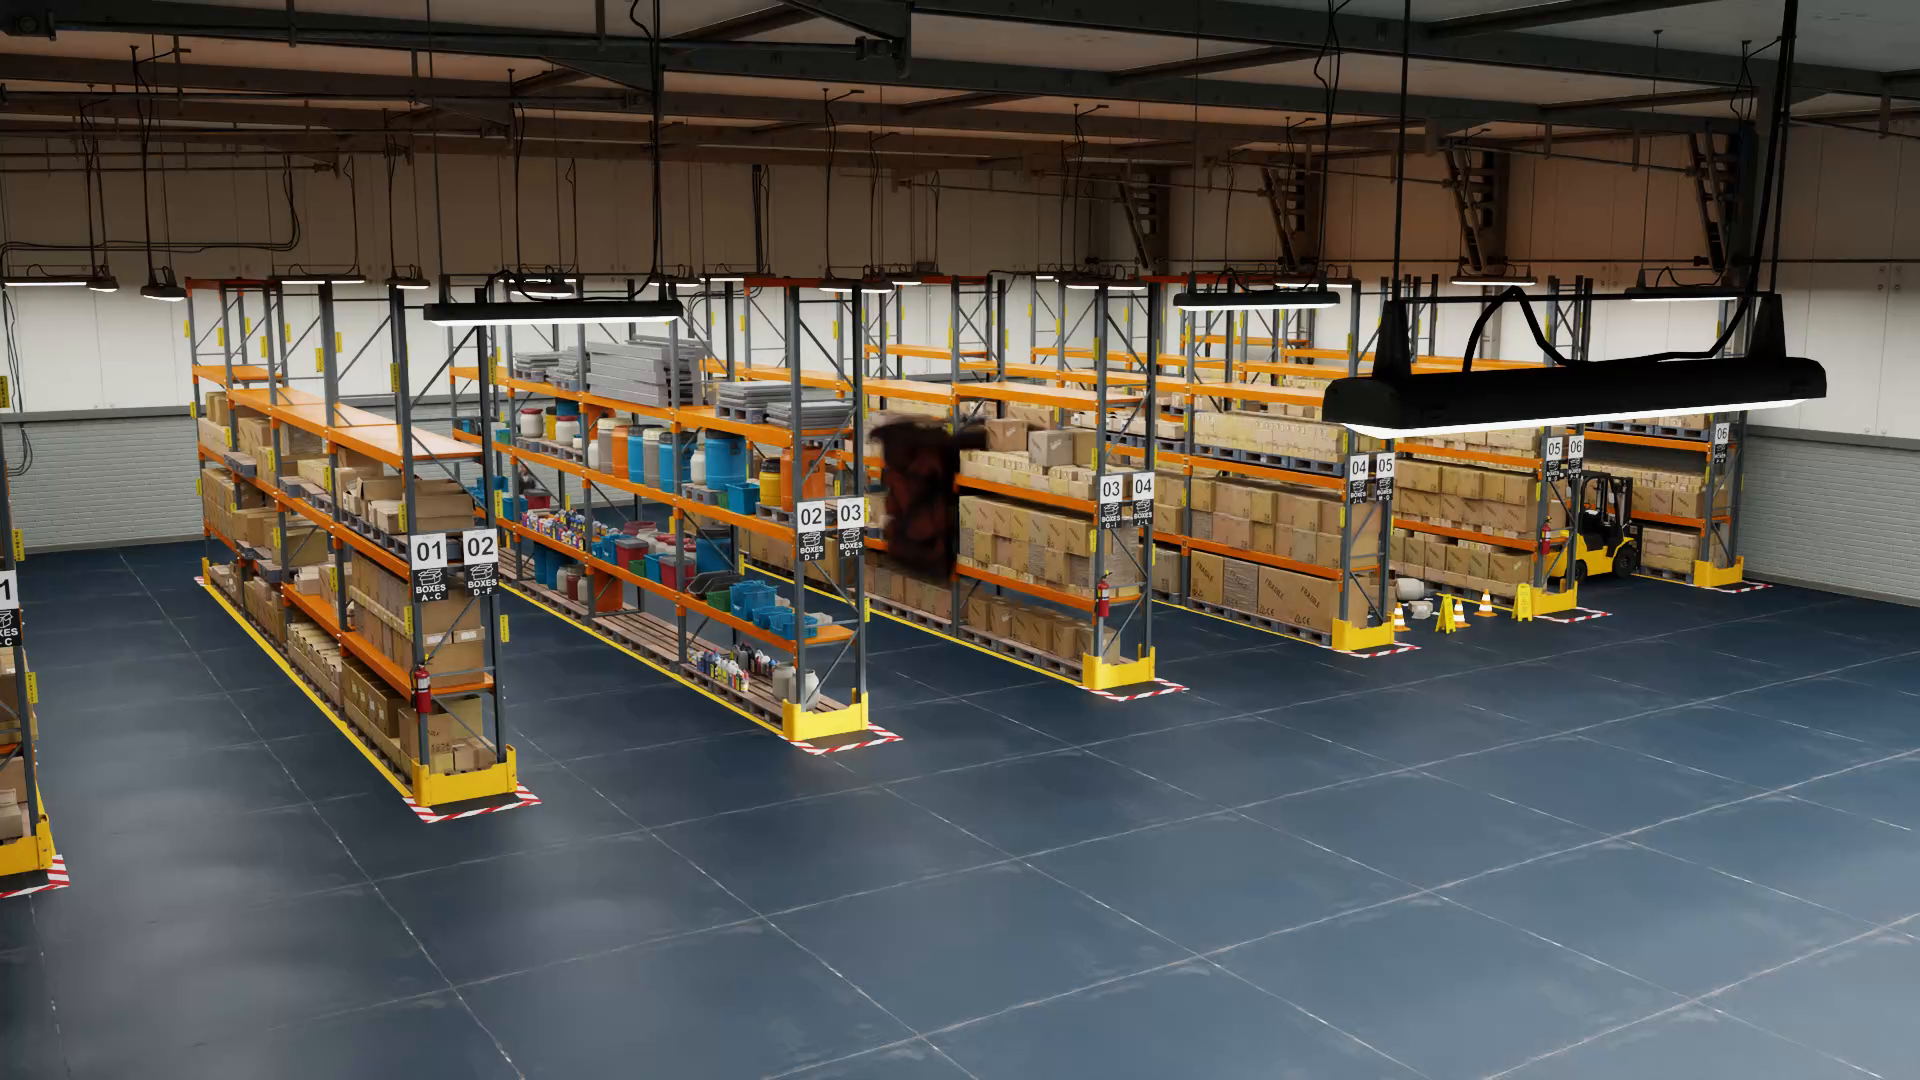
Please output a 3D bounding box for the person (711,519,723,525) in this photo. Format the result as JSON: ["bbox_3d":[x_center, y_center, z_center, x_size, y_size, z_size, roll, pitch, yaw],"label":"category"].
[{"bbox_3d":[-4.402,0.426,30.547,0.500,1.681,0.489,-4,10,-21],"label":"person"}]

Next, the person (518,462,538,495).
[{"bbox_3d":[-10.126,-0.983,38.769,0.576,1.704,0.916,1,10,5],"label":"person"}]

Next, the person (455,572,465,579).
[{"bbox_3d":[-9.524,0.168,31.919,0.651,1.682,1.035,-3,10,-19],"label":"person"}]
